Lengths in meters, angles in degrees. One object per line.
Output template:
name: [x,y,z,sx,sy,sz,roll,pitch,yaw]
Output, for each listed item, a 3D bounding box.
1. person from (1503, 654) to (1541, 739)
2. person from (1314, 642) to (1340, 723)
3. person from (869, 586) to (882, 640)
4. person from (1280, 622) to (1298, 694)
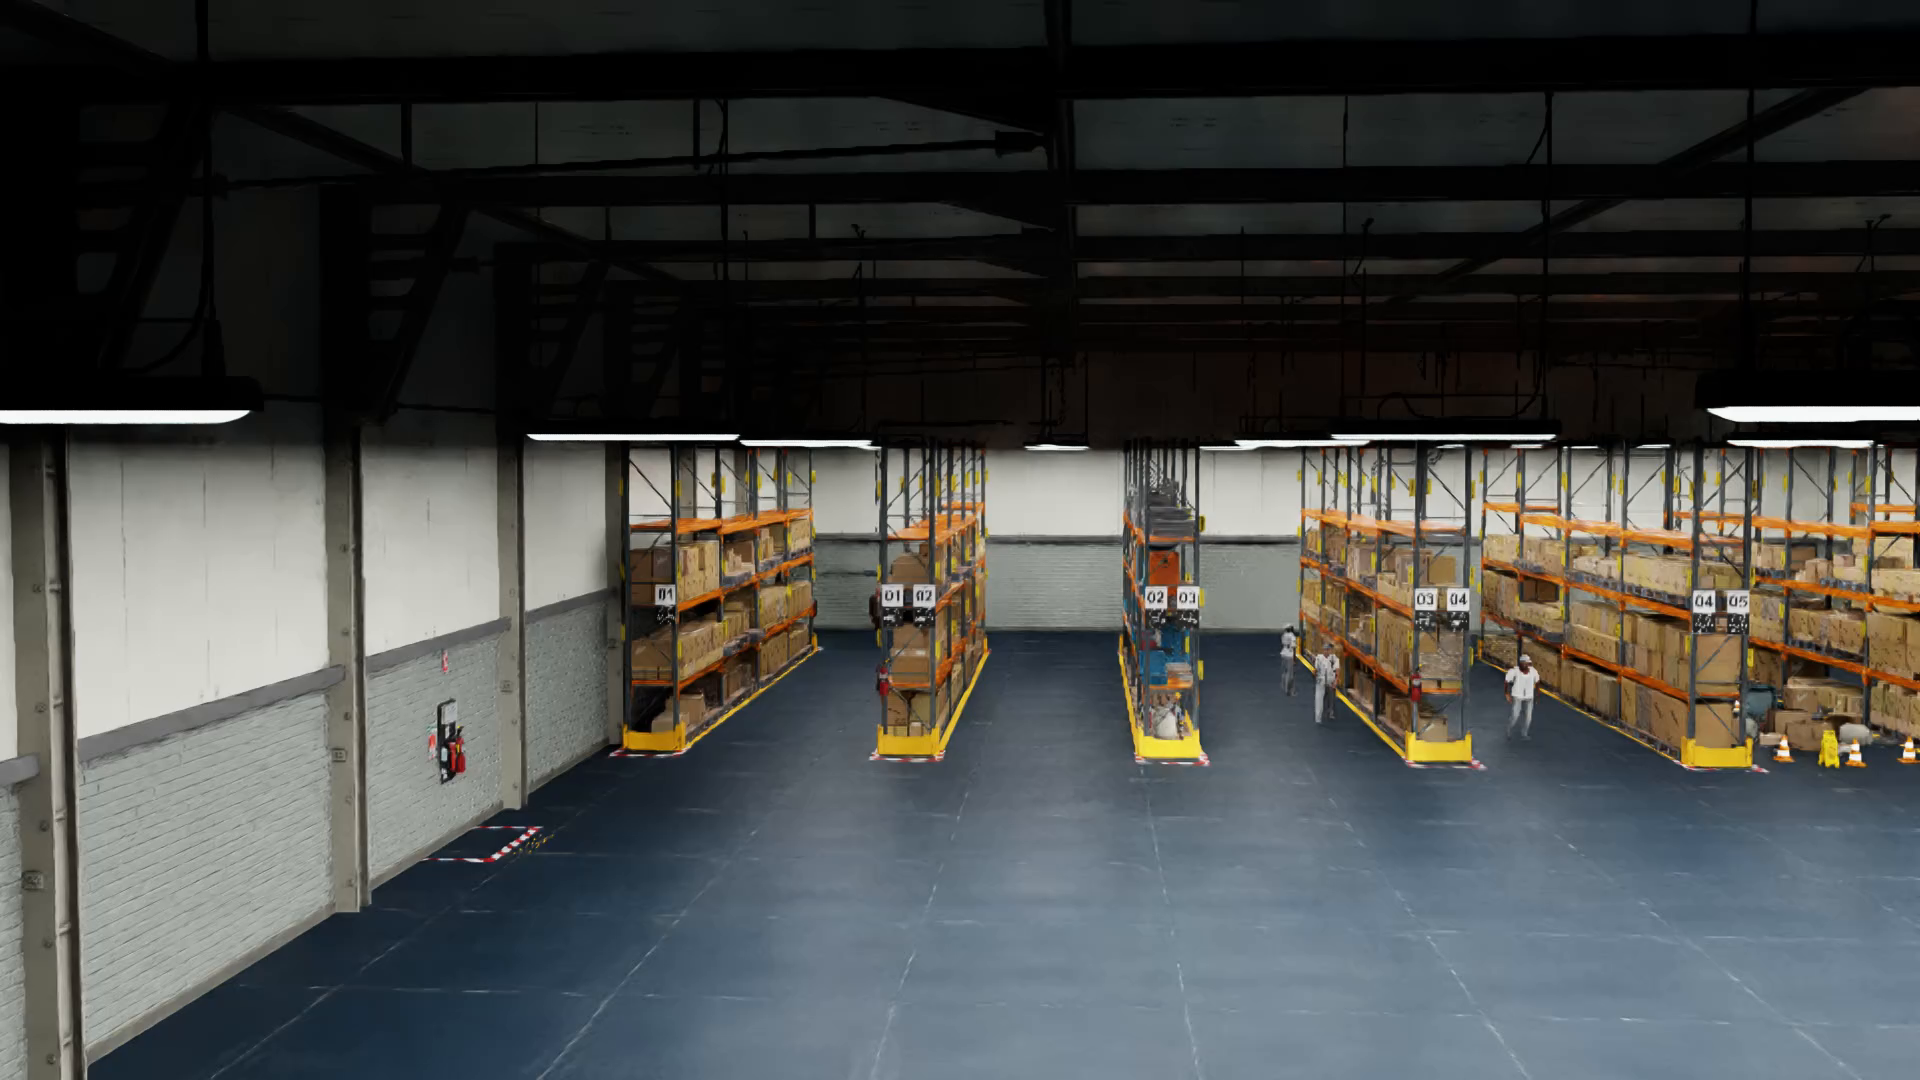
person: [11.146,3.109,32.975,0.719,1.714,0.578,0,3,2]
person: [7.721,2.981,34.982,0.533,1.707,1.030,1,3,13]
person: [-2.427,2.204,49.601,0.598,1.698,1.193,0,3,6]
person: [7.782,2.776,39.210,0.415,1.676,0.499,-2,3,-27]
